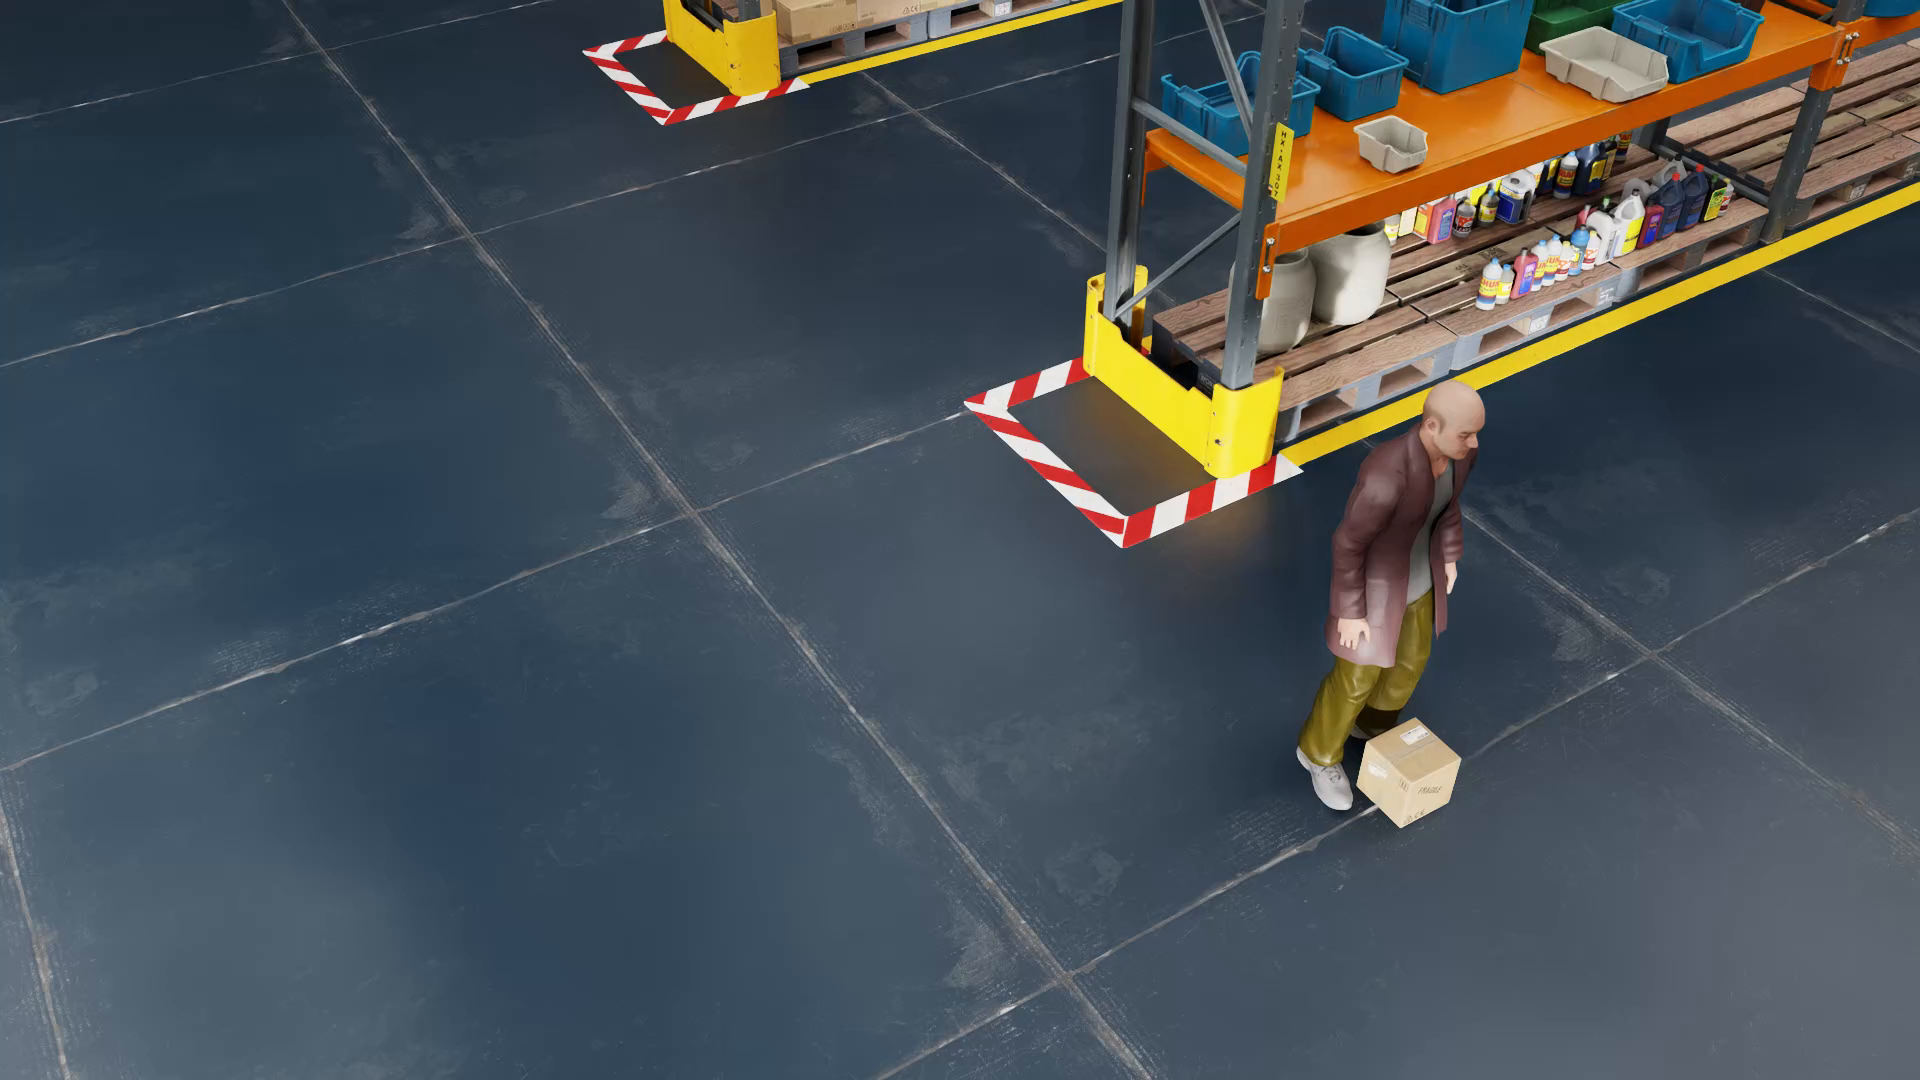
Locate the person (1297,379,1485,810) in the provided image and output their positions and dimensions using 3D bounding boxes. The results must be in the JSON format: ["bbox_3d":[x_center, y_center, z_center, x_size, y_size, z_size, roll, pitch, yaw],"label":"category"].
[{"bbox_3d":[1.570,0.161,5.980,0.649,1.772,0.429,-25,46,-27],"label":"person"}]
